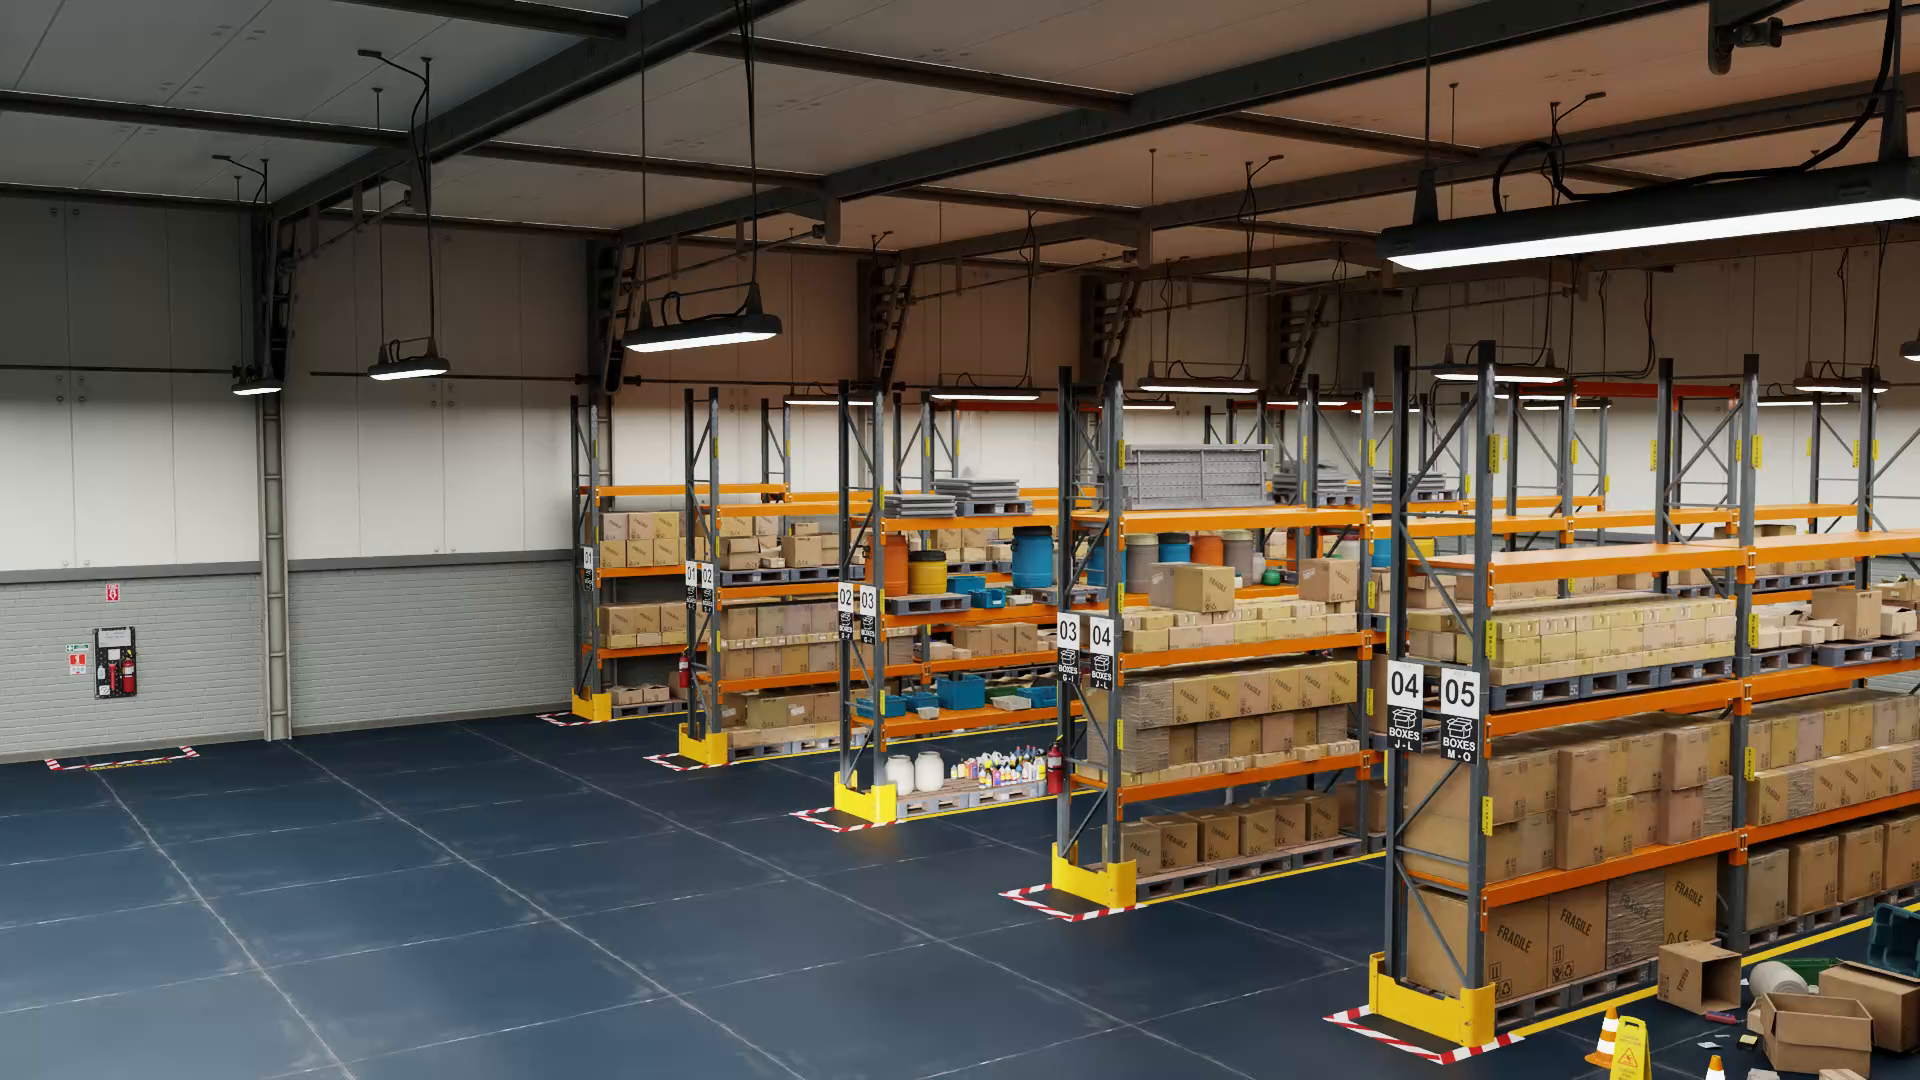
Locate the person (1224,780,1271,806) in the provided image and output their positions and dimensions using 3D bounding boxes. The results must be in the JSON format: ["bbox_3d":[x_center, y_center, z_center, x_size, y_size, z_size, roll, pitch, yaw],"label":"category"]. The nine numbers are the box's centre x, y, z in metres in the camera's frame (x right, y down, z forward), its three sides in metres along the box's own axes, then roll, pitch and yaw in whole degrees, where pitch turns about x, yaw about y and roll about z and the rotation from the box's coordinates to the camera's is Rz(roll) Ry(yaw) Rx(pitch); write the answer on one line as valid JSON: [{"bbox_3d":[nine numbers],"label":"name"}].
[{"bbox_3d":[3.936,3.020,23.018,0.926,1.579,0.520,-3,5,-41],"label":"person"}]

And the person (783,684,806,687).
[{"bbox_3d":[-2.946,2.534,30.140,1.034,1.687,0.581,-3,5,-44],"label":"person"}]
